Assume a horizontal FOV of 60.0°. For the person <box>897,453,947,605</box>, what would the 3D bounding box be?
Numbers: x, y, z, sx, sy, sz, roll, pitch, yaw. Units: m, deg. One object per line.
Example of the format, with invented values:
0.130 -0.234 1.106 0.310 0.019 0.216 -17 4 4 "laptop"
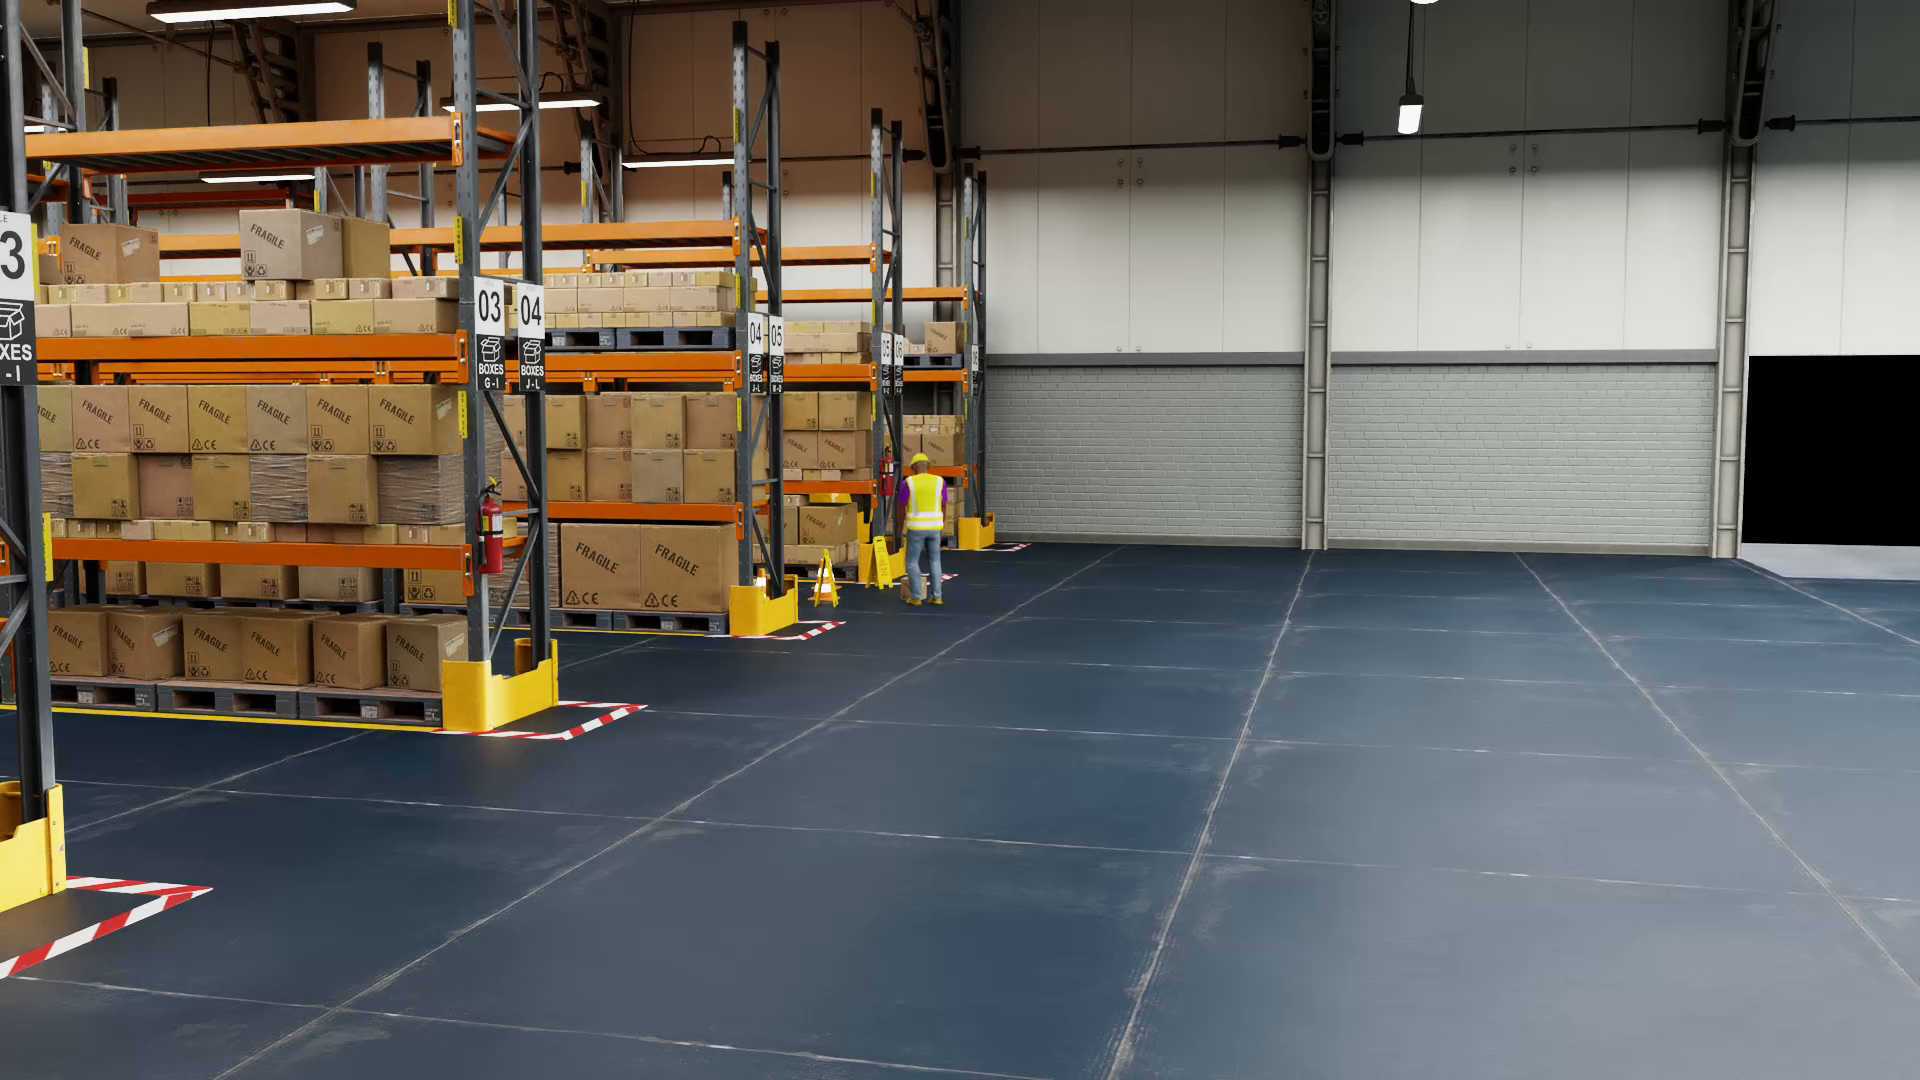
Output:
-0.440 -0.126 19.106 0.584 1.733 0.422 -1 5 -15 "person"
